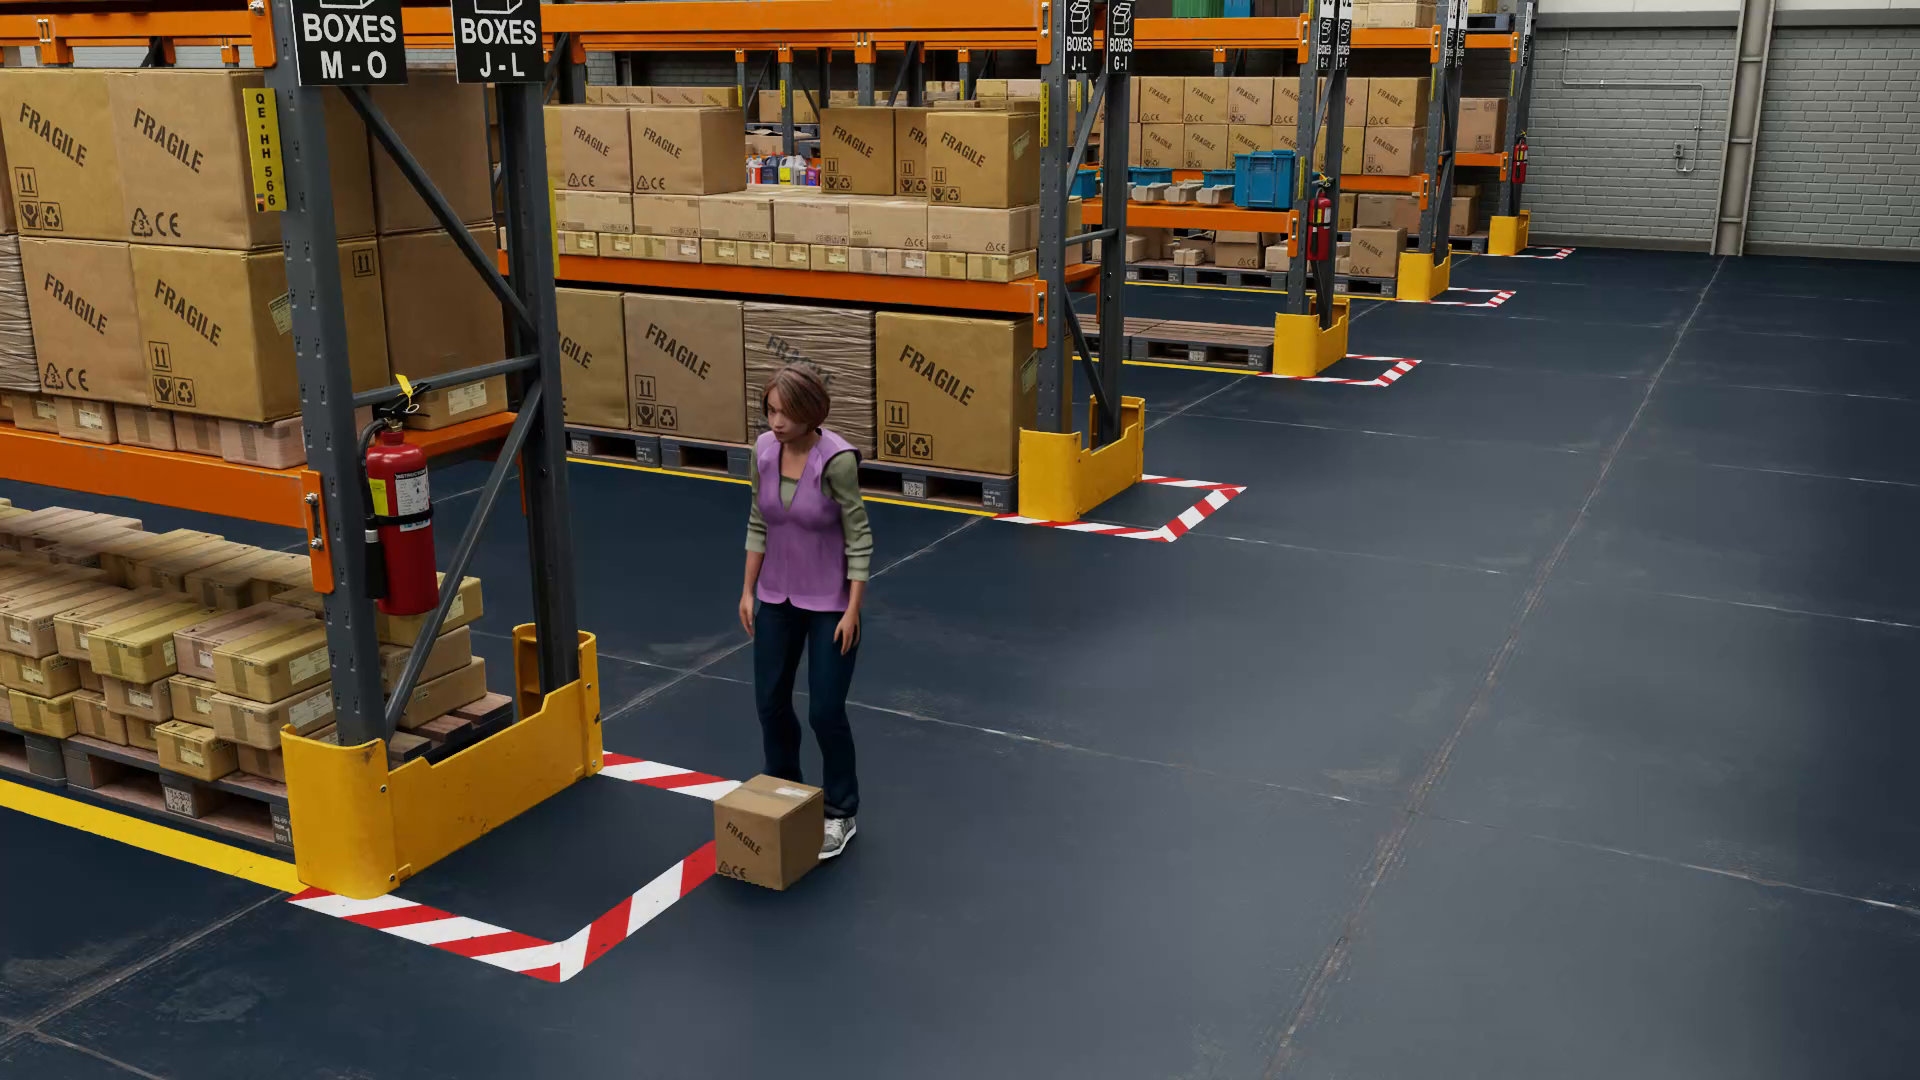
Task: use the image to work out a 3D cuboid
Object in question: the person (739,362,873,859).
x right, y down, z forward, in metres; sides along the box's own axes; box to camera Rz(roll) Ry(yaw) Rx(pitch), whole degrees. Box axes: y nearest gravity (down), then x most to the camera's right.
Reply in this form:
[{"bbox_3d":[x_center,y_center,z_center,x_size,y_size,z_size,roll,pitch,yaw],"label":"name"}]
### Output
[{"bbox_3d":[-0.490,0.218,5.293,0.462,1.593,0.339,8,18,27],"label":"person"}]
